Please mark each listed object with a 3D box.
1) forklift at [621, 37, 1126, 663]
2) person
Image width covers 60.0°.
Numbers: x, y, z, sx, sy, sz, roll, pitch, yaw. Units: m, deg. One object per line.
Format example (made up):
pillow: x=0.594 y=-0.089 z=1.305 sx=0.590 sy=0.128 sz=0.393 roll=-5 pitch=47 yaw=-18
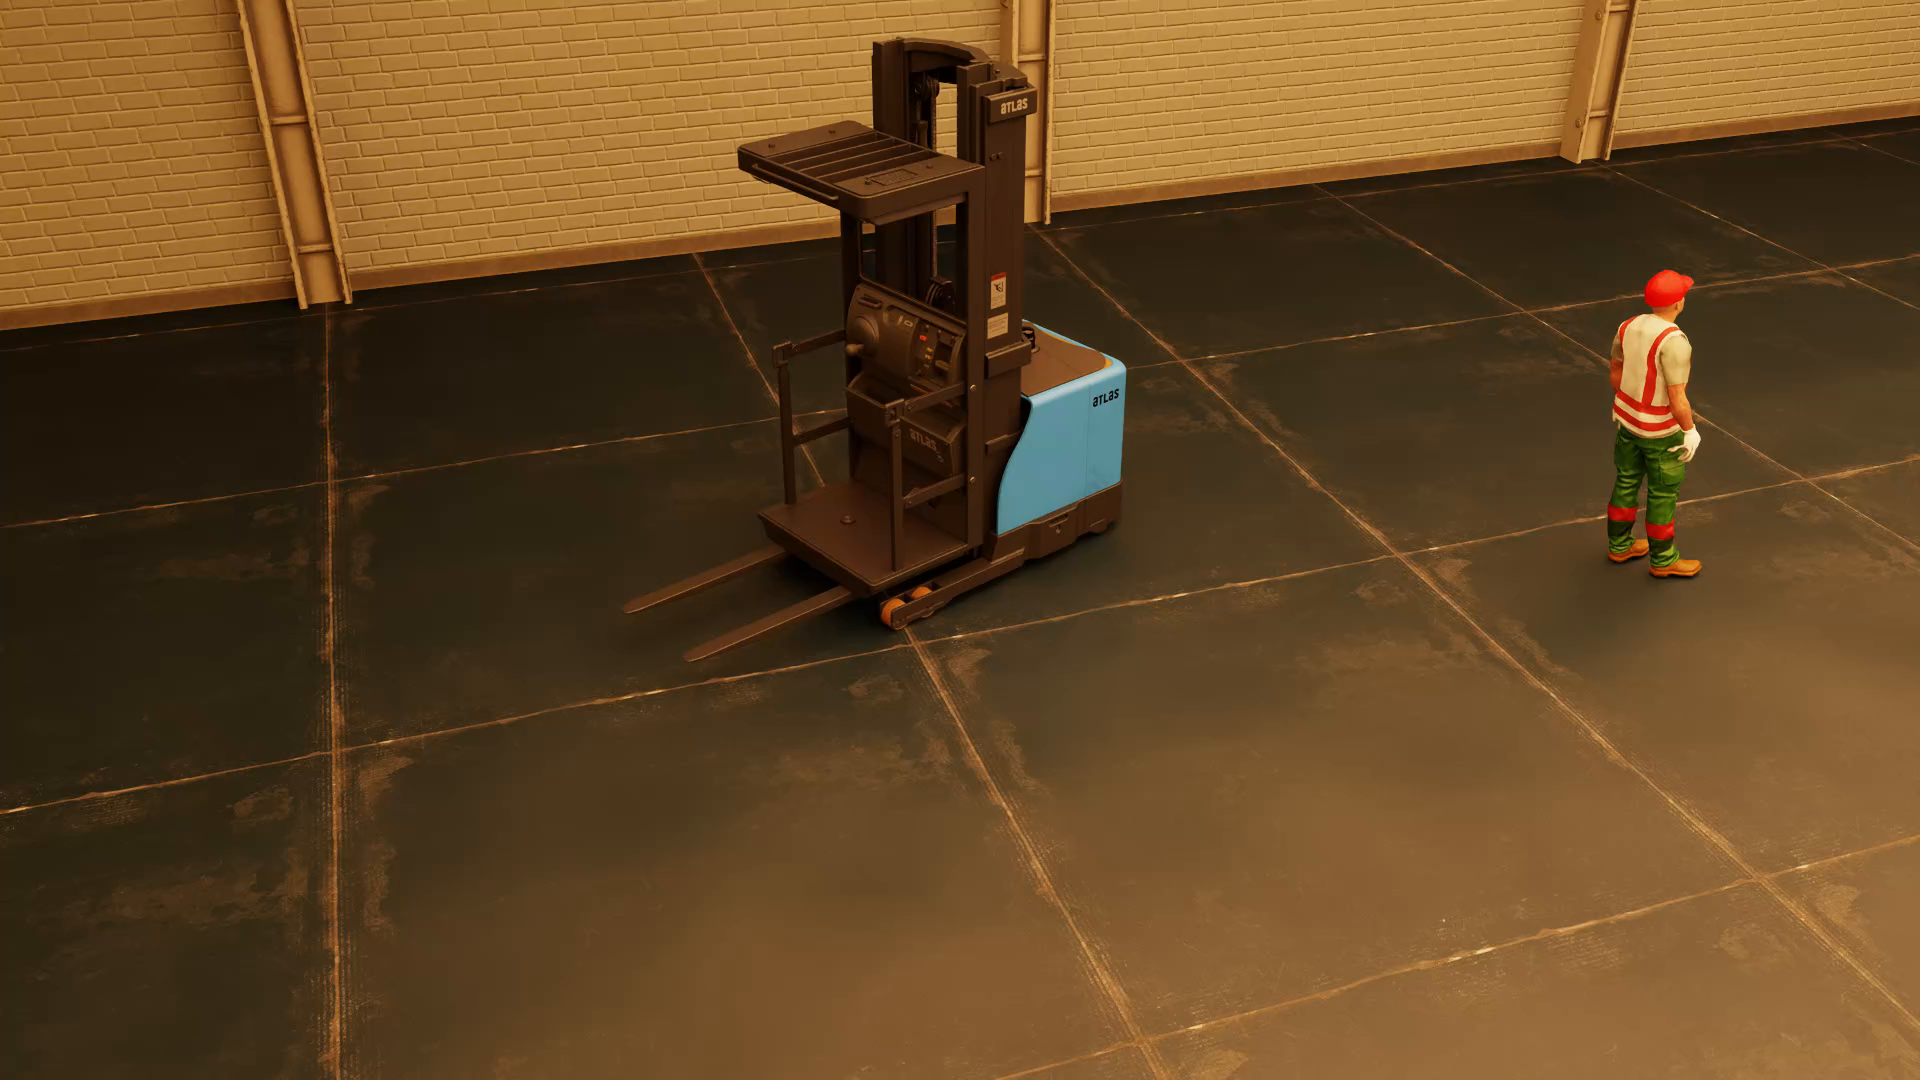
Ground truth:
forklift: x=-0.461 y=-1.072 z=8.951 sx=3.031 sy=2.935 sz=1.130 roll=-23 pitch=37 yaw=-34
person: x=3.961 y=-0.672 z=9.387 sx=0.563 sy=1.788 sz=0.638 roll=-10 pitch=31 yaw=-16
